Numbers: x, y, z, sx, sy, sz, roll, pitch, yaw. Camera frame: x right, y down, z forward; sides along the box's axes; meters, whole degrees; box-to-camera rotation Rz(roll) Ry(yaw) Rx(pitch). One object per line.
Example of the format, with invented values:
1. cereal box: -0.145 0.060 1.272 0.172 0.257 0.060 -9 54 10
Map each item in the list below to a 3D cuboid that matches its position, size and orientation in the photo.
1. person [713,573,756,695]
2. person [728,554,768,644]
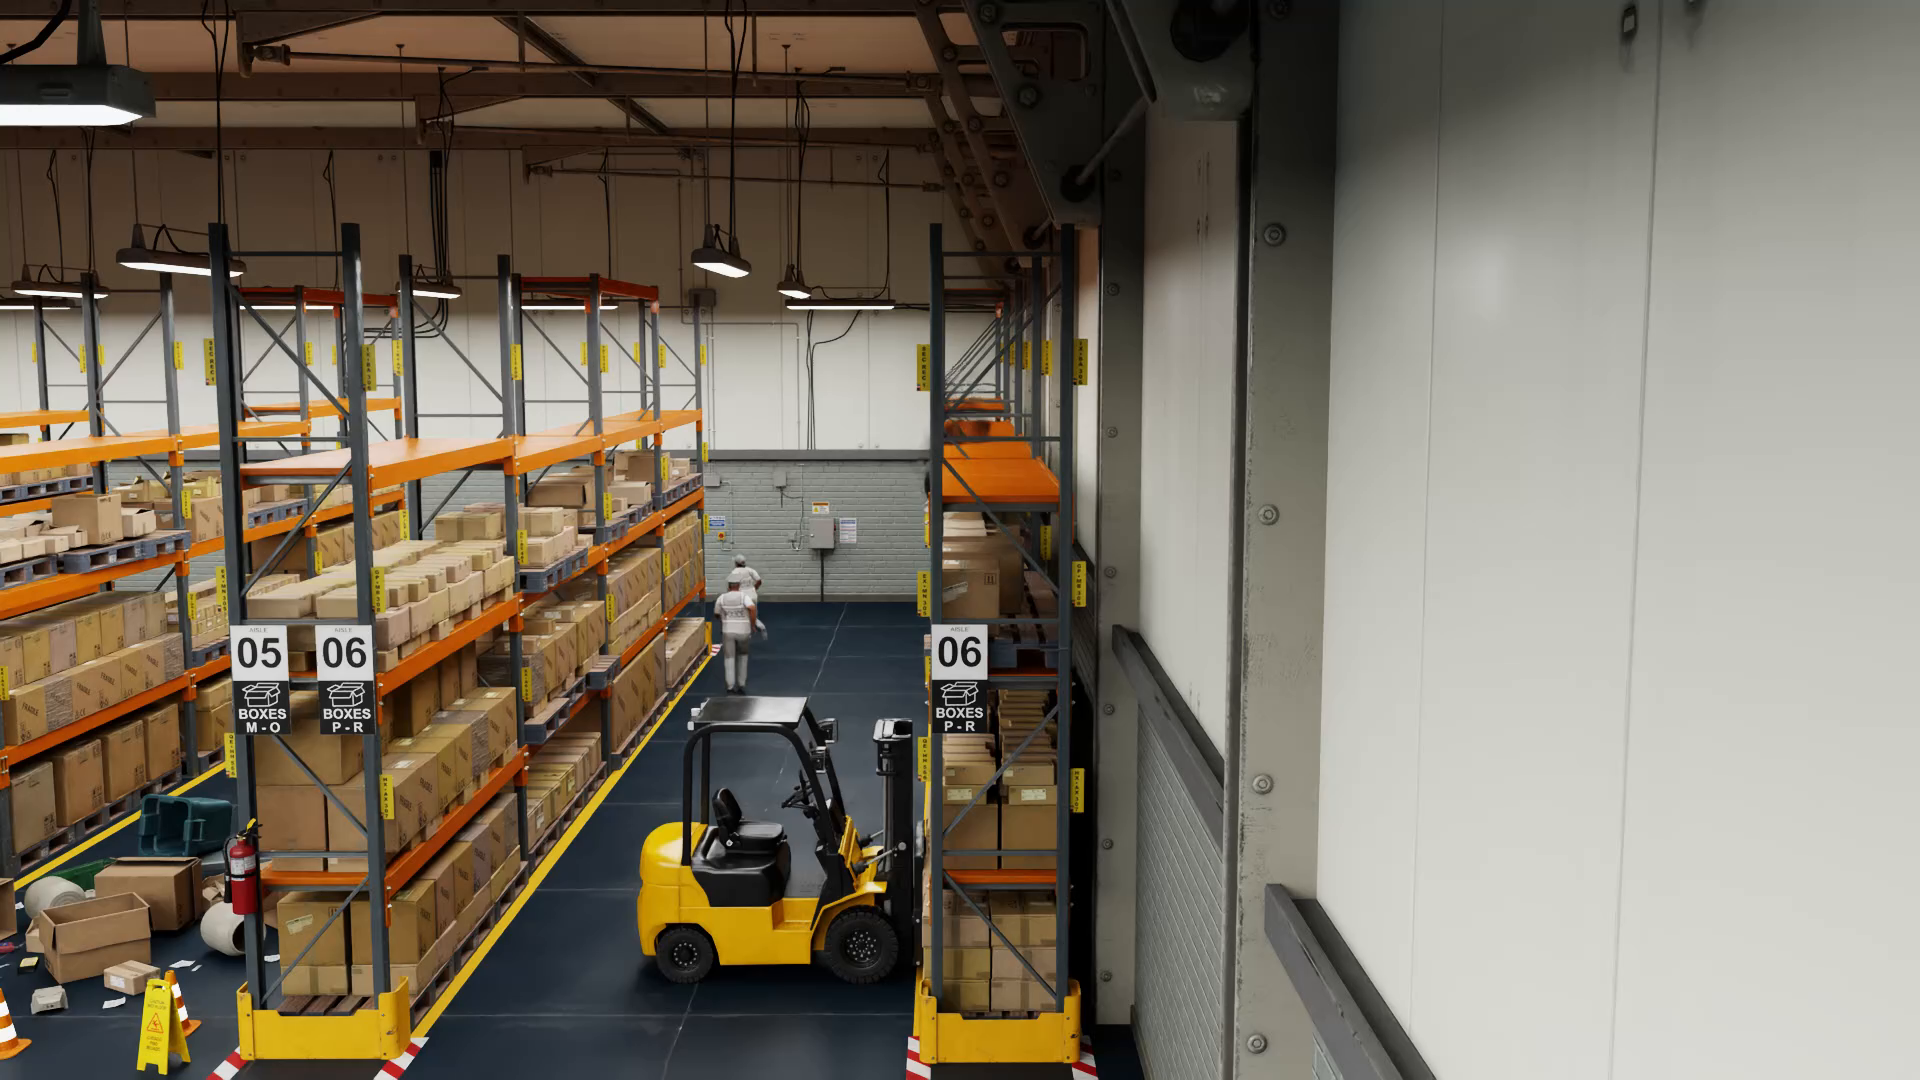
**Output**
1. person: -3.324 1.420 24.579 0.634 1.836 0.862 -1 7 -7
2. person: -3.733 1.039 28.606 0.659 1.607 0.718 -5 8 -34
